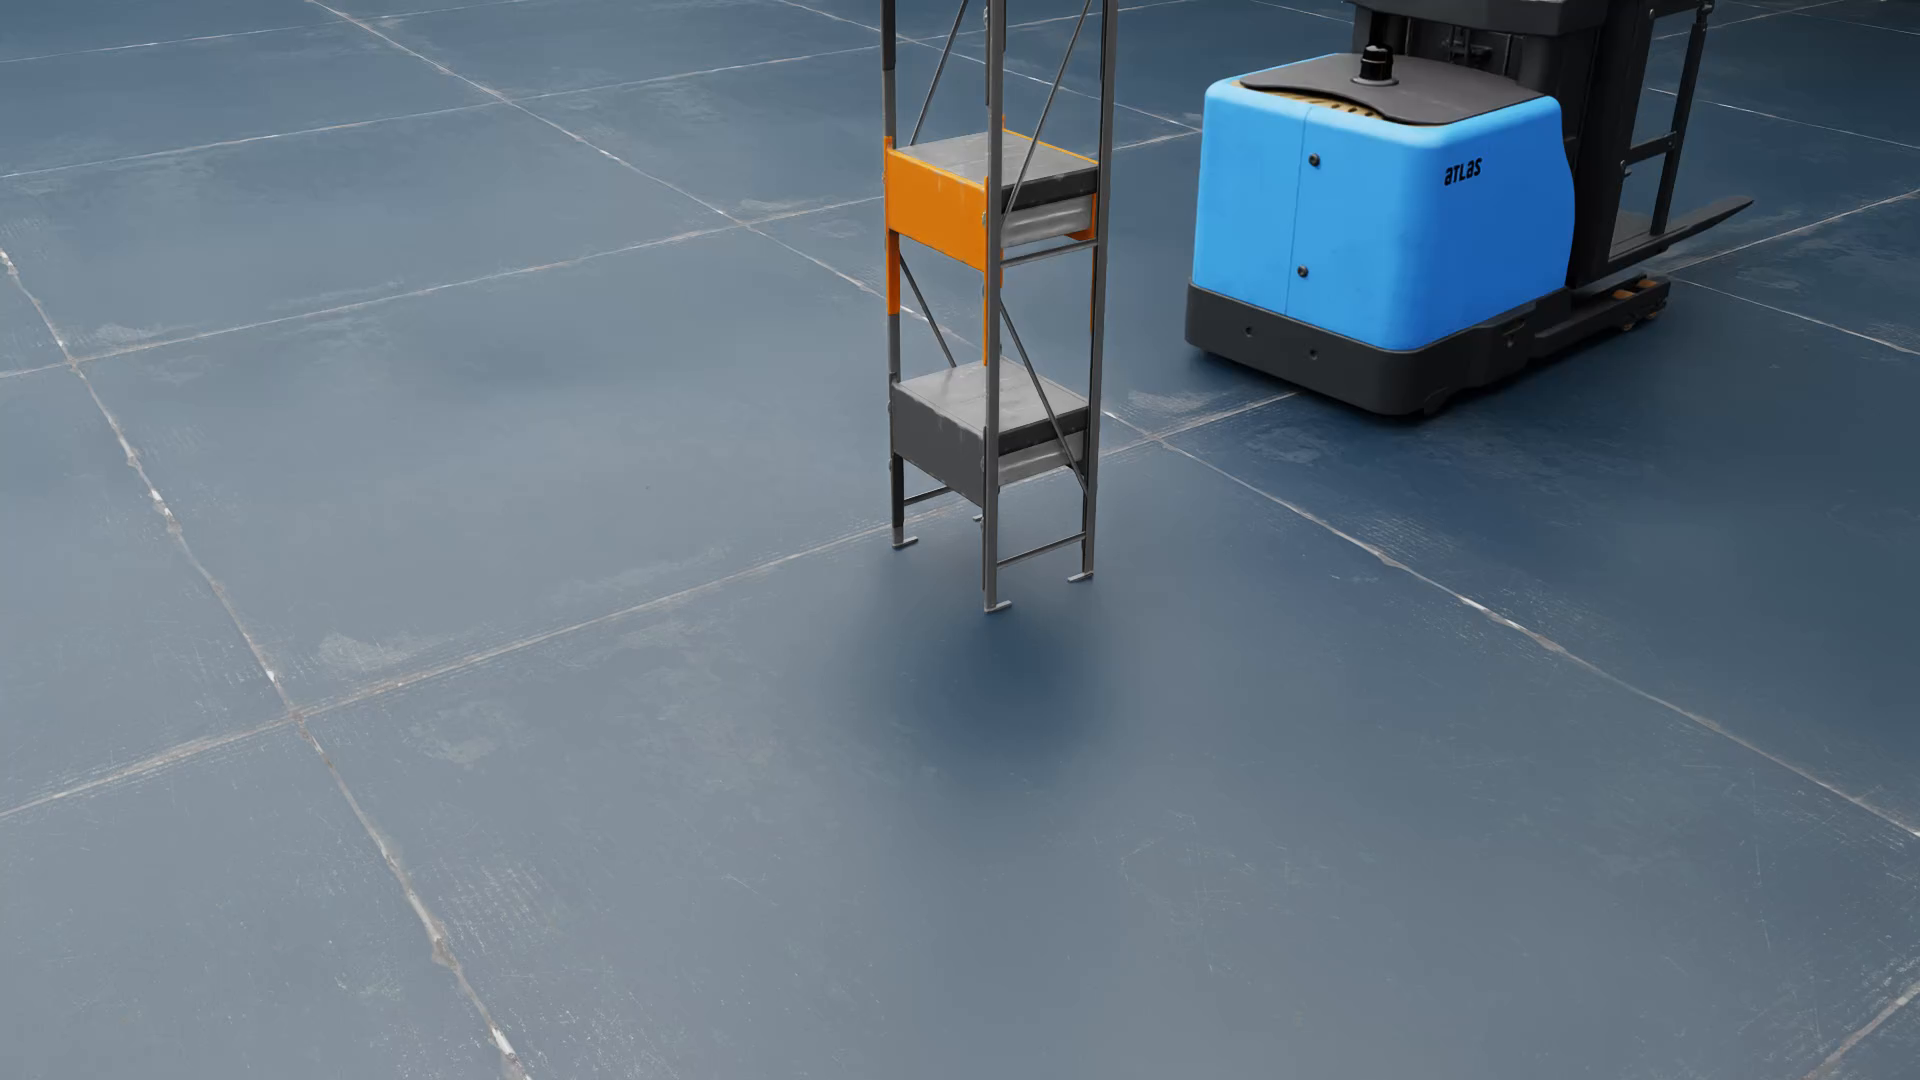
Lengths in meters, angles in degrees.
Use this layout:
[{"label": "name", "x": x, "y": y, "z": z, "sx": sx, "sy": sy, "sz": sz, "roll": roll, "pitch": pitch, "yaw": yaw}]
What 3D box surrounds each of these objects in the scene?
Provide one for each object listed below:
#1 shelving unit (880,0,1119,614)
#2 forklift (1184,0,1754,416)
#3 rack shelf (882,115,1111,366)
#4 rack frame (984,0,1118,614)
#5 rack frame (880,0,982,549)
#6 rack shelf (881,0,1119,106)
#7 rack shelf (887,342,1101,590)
[{"label": "shelving unit", "x": 0.096, "y": -0.858, "z": 4.630, "sx": 0.431, "sy": 2.100, "sz": 0.503, "roll": -19, "pitch": 34, "yaw": -31}, {"label": "forklift", "x": 2.322, "y": -2.313, "z": 6.439, "sx": 3.031, "sy": 2.935, "sz": 1.130, "roll": -23, "pitch": 36, "yaw": -36}, {"label": "rack shelf", "x": 0.096, "y": -0.846, "z": 4.637, "sx": 0.431, "sy": 0.518, "sz": 0.480, "roll": -19, "pitch": 34, "yaw": -31}, {"label": "rack frame", "x": 0.238, "y": -0.763, "z": 4.456, "sx": 0.400, "sy": 2.100, "sz": 0.015, "roll": -19, "pitch": 34, "yaw": -31}, {"label": "rack frame", "x": -0.046, "y": -0.953, "z": 4.805, "sx": 0.400, "sy": 2.100, "sz": 0.015, "roll": -19, "pitch": 34, "yaw": -31}, {"label": "rack shelf", "x": 0.096, "y": -1.461, "z": 4.303, "sx": 0.431, "sy": 0.518, "sz": 0.480, "roll": -19, "pitch": 34, "yaw": -31}, {"label": "rack shelf", "x": 0.096, "y": -0.231, "z": 4.971, "sx": 0.431, "sy": 0.518, "sz": 0.480, "roll": -19, "pitch": 34, "yaw": -31}]
